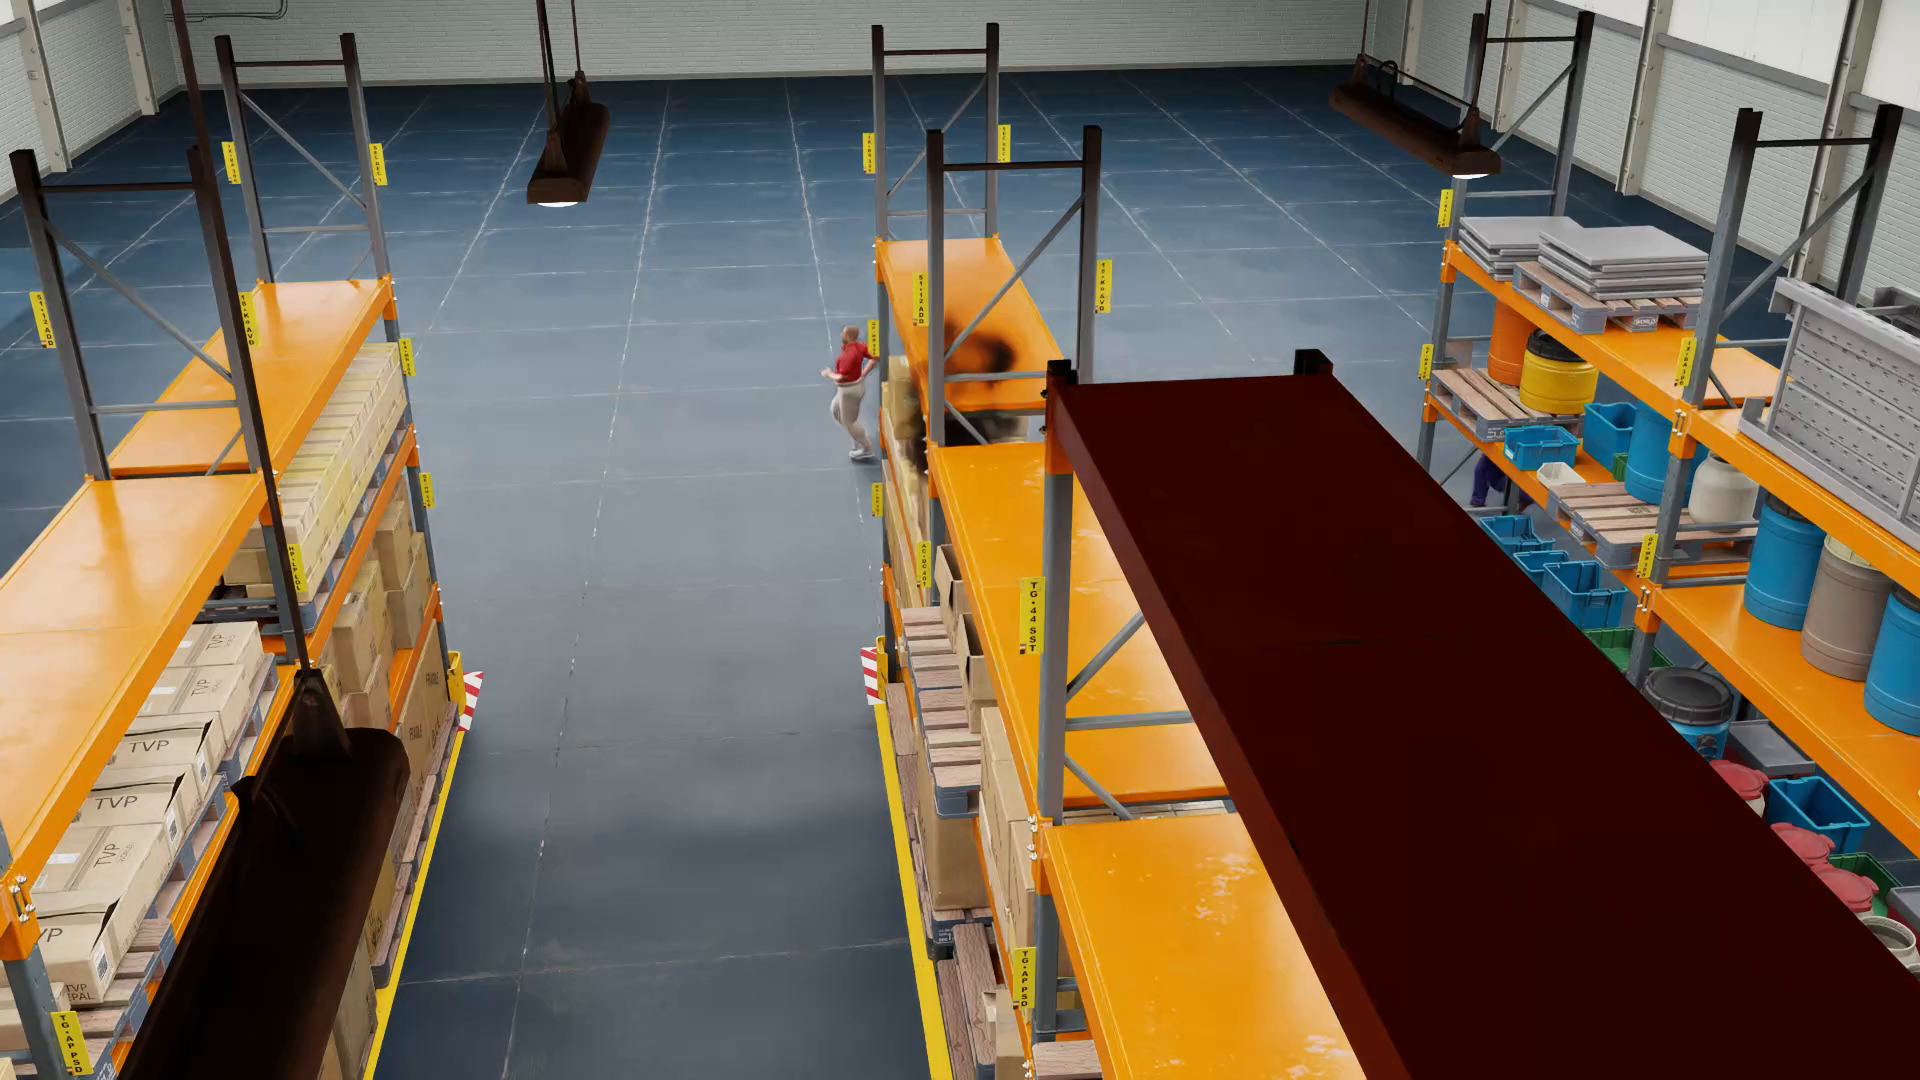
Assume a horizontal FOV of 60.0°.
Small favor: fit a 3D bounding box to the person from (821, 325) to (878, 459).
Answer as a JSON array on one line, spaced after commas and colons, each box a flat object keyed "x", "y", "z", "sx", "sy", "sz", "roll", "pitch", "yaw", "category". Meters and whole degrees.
[{"x": -1.371, "y": -1.820, "z": 20.340, "sx": 0.664, "sy": 1.706, "sz": 0.642, "roll": 6, "pitch": 26, "yaw": 12, "category": "person"}]

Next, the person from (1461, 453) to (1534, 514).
[{"x": 6.116, "y": -0.999, "z": 18.727, "sx": 0.812, "sy": 1.657, "sz": 0.598, "roll": 11, "pitch": 28, "yaw": 21, "category": "person"}]
